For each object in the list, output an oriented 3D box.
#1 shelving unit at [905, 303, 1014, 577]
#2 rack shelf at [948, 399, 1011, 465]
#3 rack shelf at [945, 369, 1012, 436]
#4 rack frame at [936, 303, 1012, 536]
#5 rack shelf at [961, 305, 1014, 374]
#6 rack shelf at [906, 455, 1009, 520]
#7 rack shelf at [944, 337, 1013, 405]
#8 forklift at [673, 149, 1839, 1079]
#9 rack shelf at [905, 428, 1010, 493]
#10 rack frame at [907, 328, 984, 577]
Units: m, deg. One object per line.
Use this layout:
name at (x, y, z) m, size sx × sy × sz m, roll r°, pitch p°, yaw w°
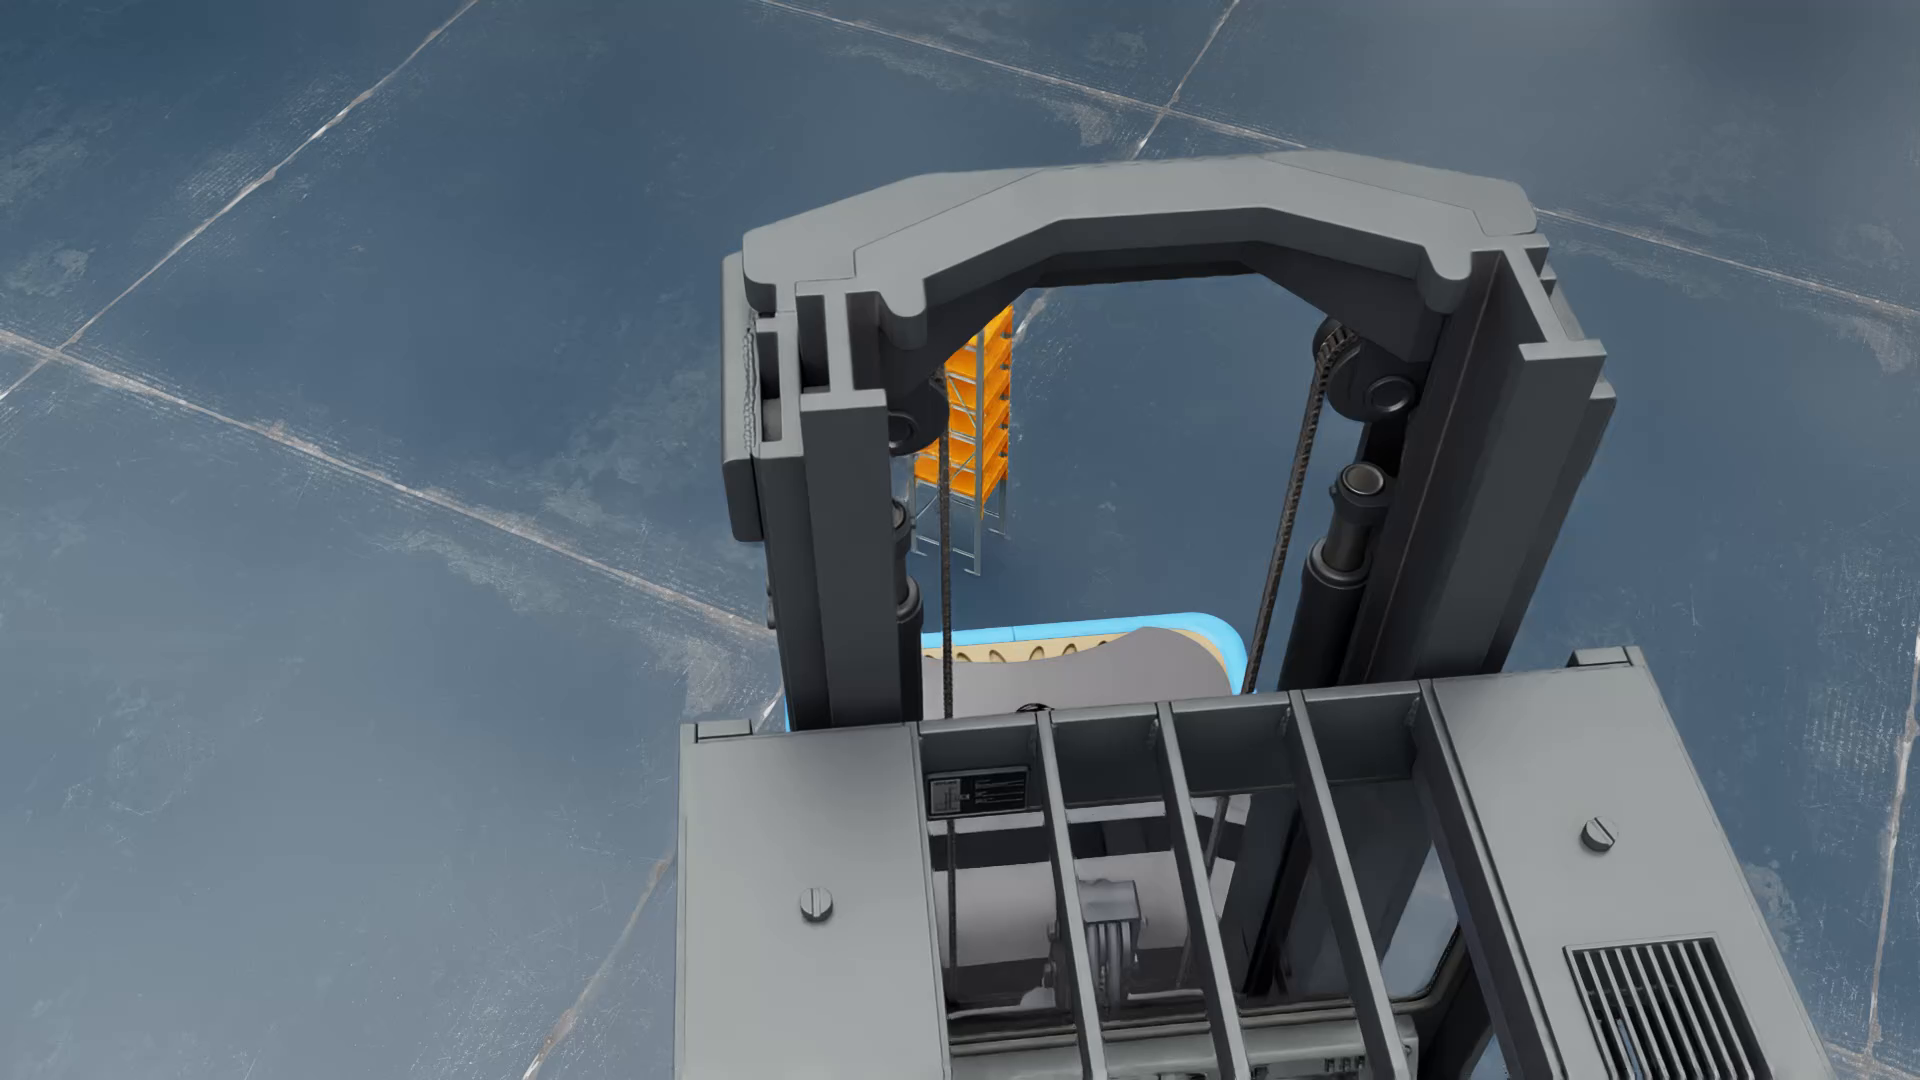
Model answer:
shelving unit at (-0.006, -0.379, 4.785) m, size 0.258 × 1.200 × 0.189 m, roll 20°, pitch 52°, yaw 16°
rack shelf at (-0.006, -0.350, 4.818) m, size 0.258 × 0.103 × 0.180 m, roll 20°, pitch 52°, yaw 16°
rack shelf at (-0.006, -0.428, 4.727) m, size 0.258 × 0.103 × 0.180 m, roll 20°, pitch 52°, yaw 16°
rack frame at (0.033, -0.442, 4.838) m, size 0.240 × 1.200 × 0.006 m, roll 20°, pitch 52°, yaw 16°
rack shelf at (-0.006, -0.583, 4.544) m, size 0.258 × 0.103 × 0.180 m, roll 20°, pitch 52°, yaw 16°
rack shelf at (-0.006, -0.195, 5.001) m, size 0.258 × 0.103 × 0.180 m, roll 20°, pitch 52°, yaw 16°
rack shelf at (-0.006, -0.506, 4.636) m, size 0.258 × 0.103 × 0.180 m, roll 20°, pitch 52°, yaw 16°
forklift at (0.262, 1.056, 2.427) m, size 1.130 × 2.935 × 3.031 m, roll -4°, pitch 50°, yaw -4°
rack shelf at (-0.006, -0.272, 4.910) m, size 0.258 × 0.103 × 0.180 m, roll 20°, pitch 52°, yaw 16°
rack frame at (-0.045, -0.316, 4.731) m, size 0.240 × 1.200 × 0.006 m, roll 20°, pitch 52°, yaw 16°
